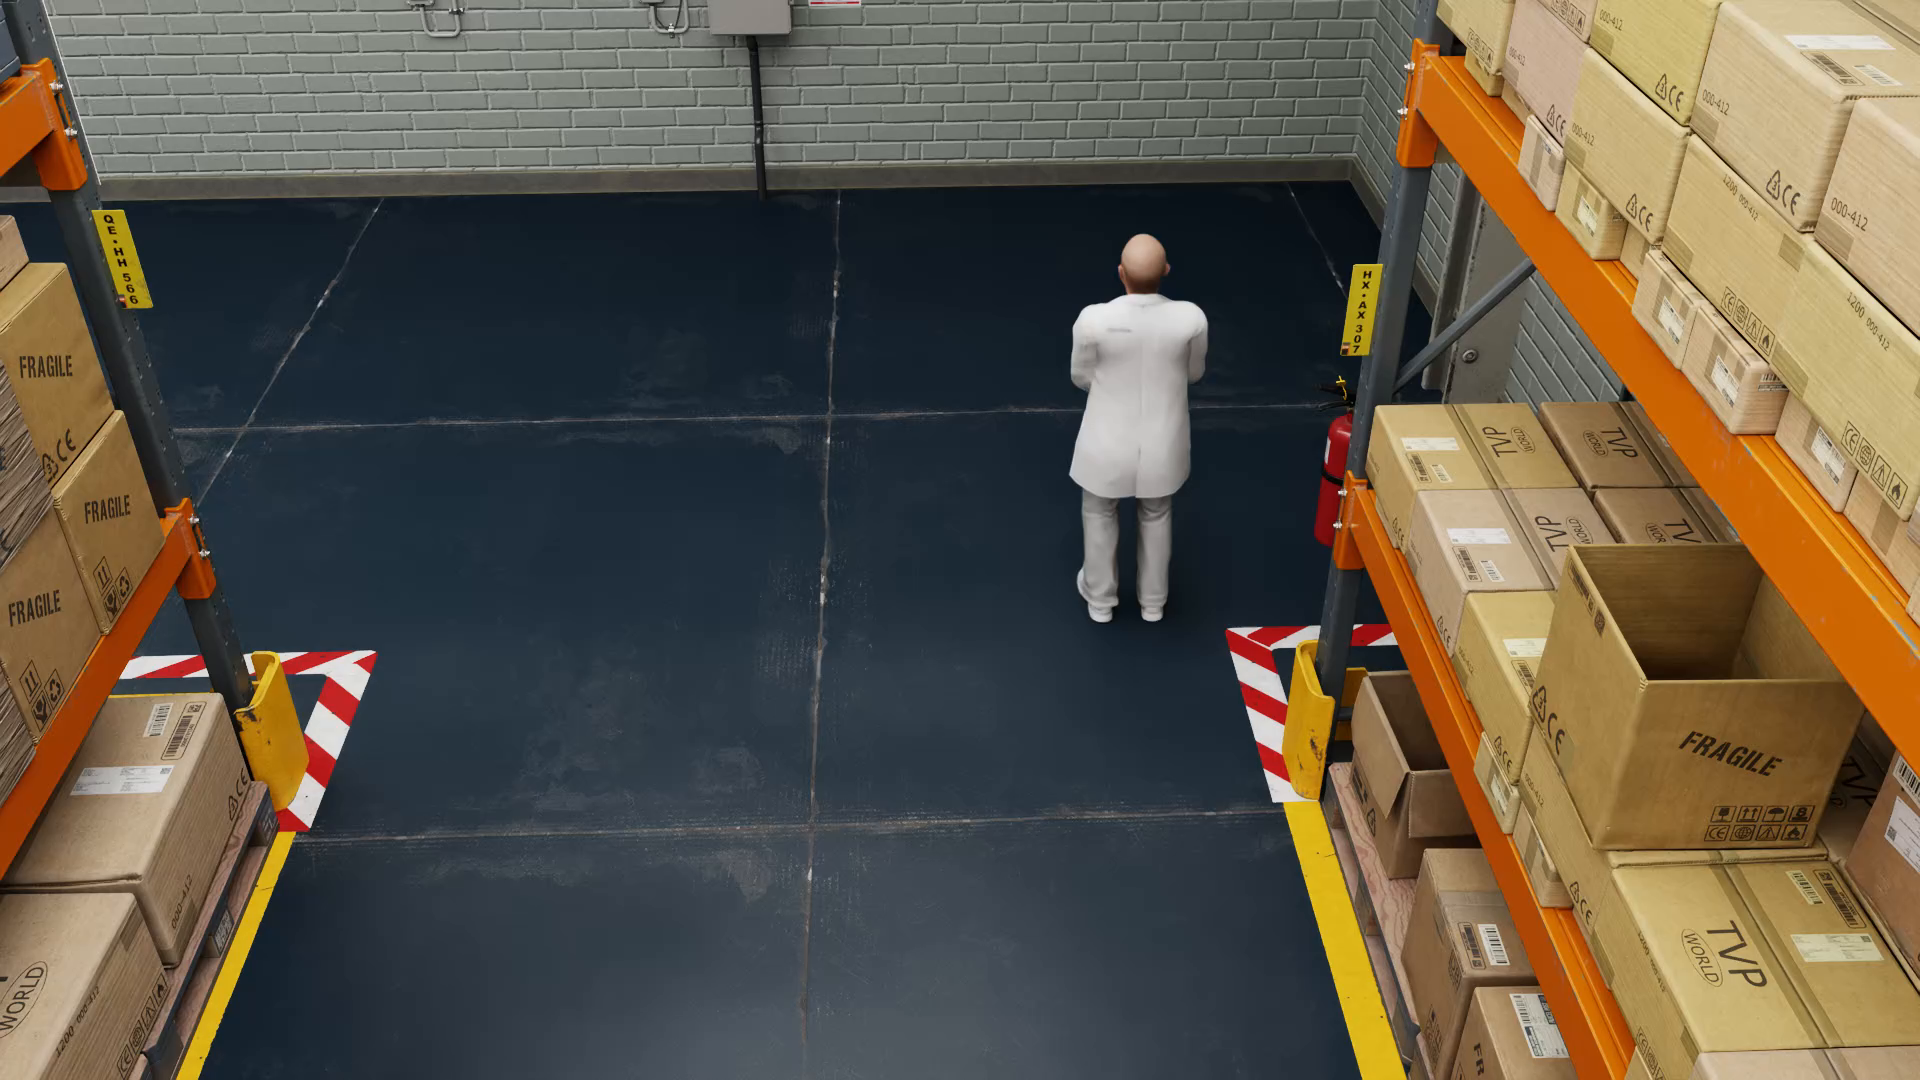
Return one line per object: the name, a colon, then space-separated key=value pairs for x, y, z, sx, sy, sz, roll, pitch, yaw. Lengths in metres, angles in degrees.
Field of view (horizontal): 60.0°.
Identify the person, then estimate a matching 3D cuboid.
person: x=0.701 y=-0.488 z=6.856 sx=0.542 sy=1.779 sz=0.541 roll=-2 pitch=35 yaw=-2
